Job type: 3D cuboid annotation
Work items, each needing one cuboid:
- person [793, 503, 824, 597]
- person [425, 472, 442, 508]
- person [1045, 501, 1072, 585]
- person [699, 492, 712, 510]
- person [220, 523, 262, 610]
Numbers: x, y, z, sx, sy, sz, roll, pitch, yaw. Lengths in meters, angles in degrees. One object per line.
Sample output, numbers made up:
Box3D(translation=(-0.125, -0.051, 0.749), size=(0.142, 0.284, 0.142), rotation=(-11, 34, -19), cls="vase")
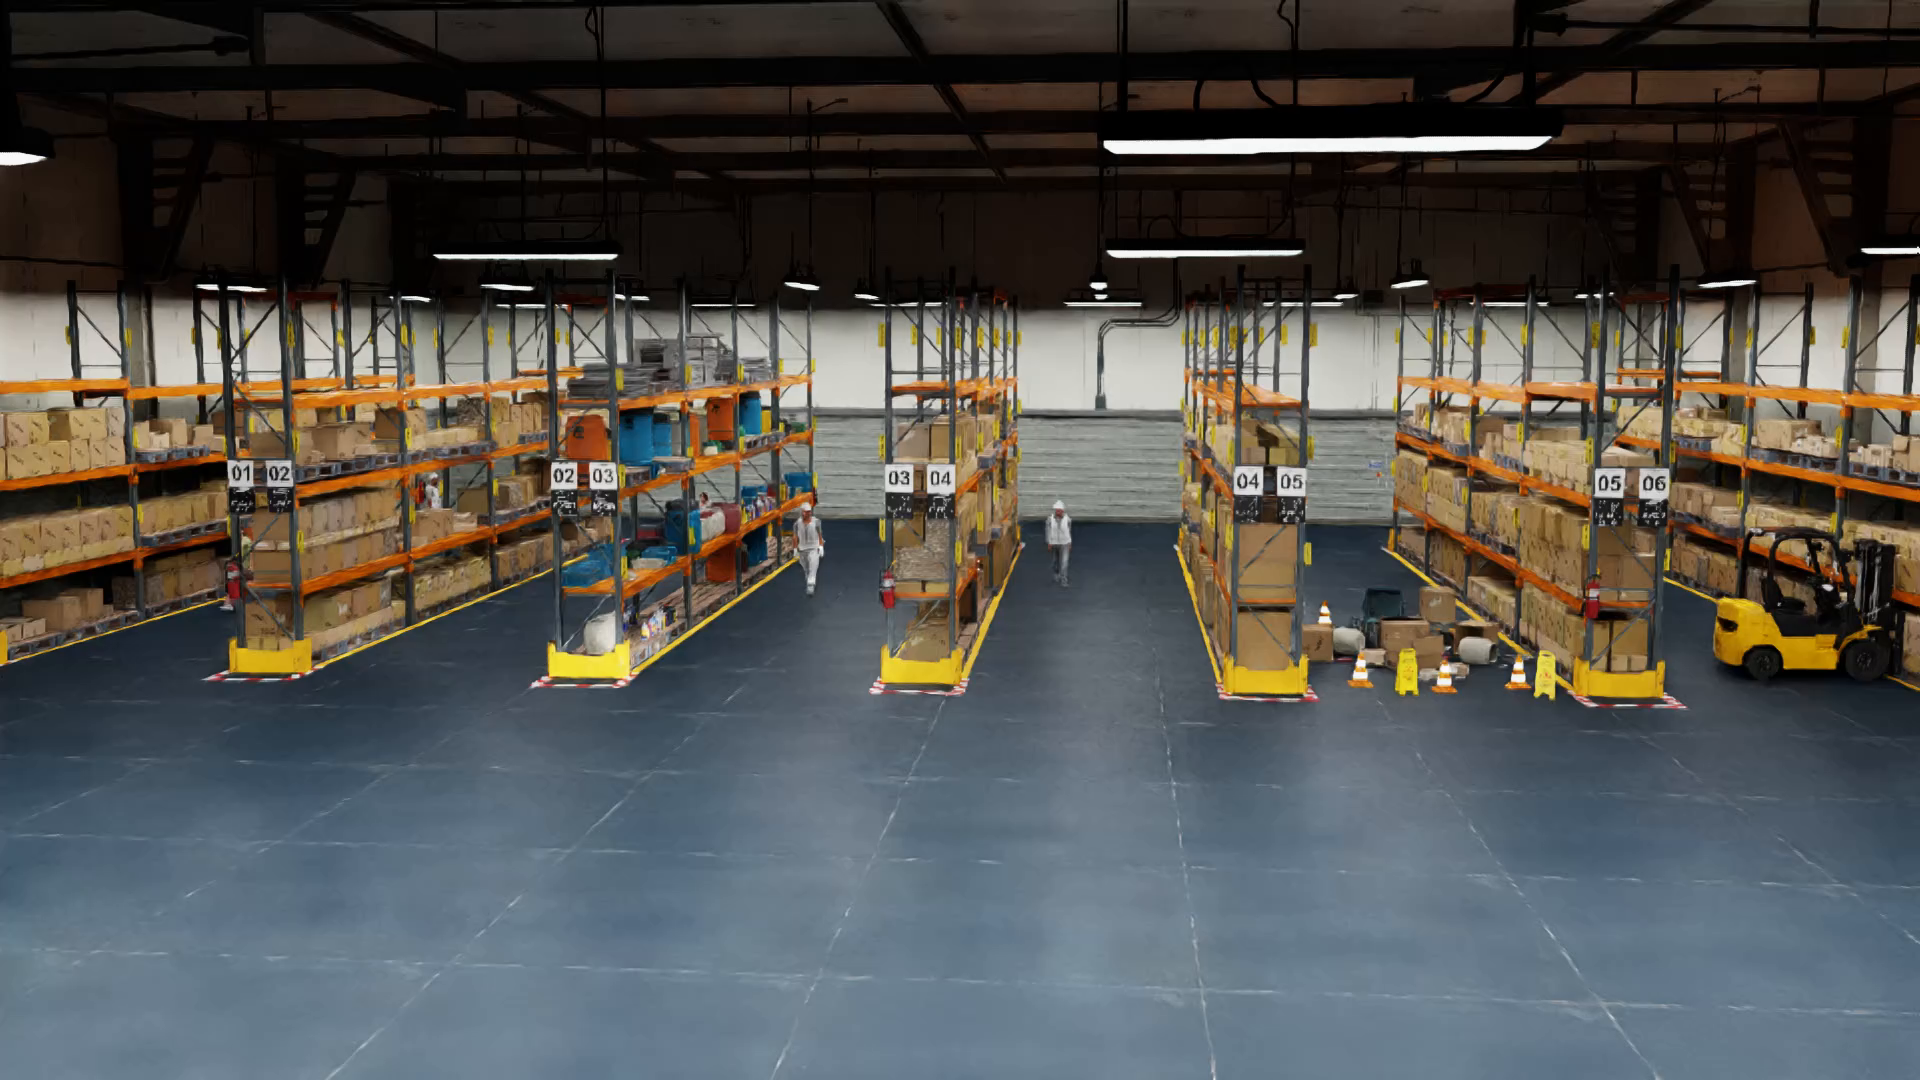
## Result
Box3D(translation=(-2.800, 0.136, 30.521), size=(0.553, 1.665, 1.092), rotation=(1, 7, 8), cls="person")
Box3D(translation=(-12.534, -0.725, 39.704), size=(0.403, 1.787, 0.687), rotation=(1, 7, 5), cls="person")
Box3D(translation=(2.005, 0.040, 33.875), size=(0.543, 1.698, 1.115), rotation=(1, 7, 7), cls="person")
Box3D(translation=(-5.802, -0.350, 37.858), size=(0.566, 1.541, 0.519), rotation=(0, 7, 3), cls="person")
Box3D(translation=(-13.274, 0.468, 30.742), size=(0.445, 1.591, 1.110), rotation=(0, 7, 3), cls="person")
